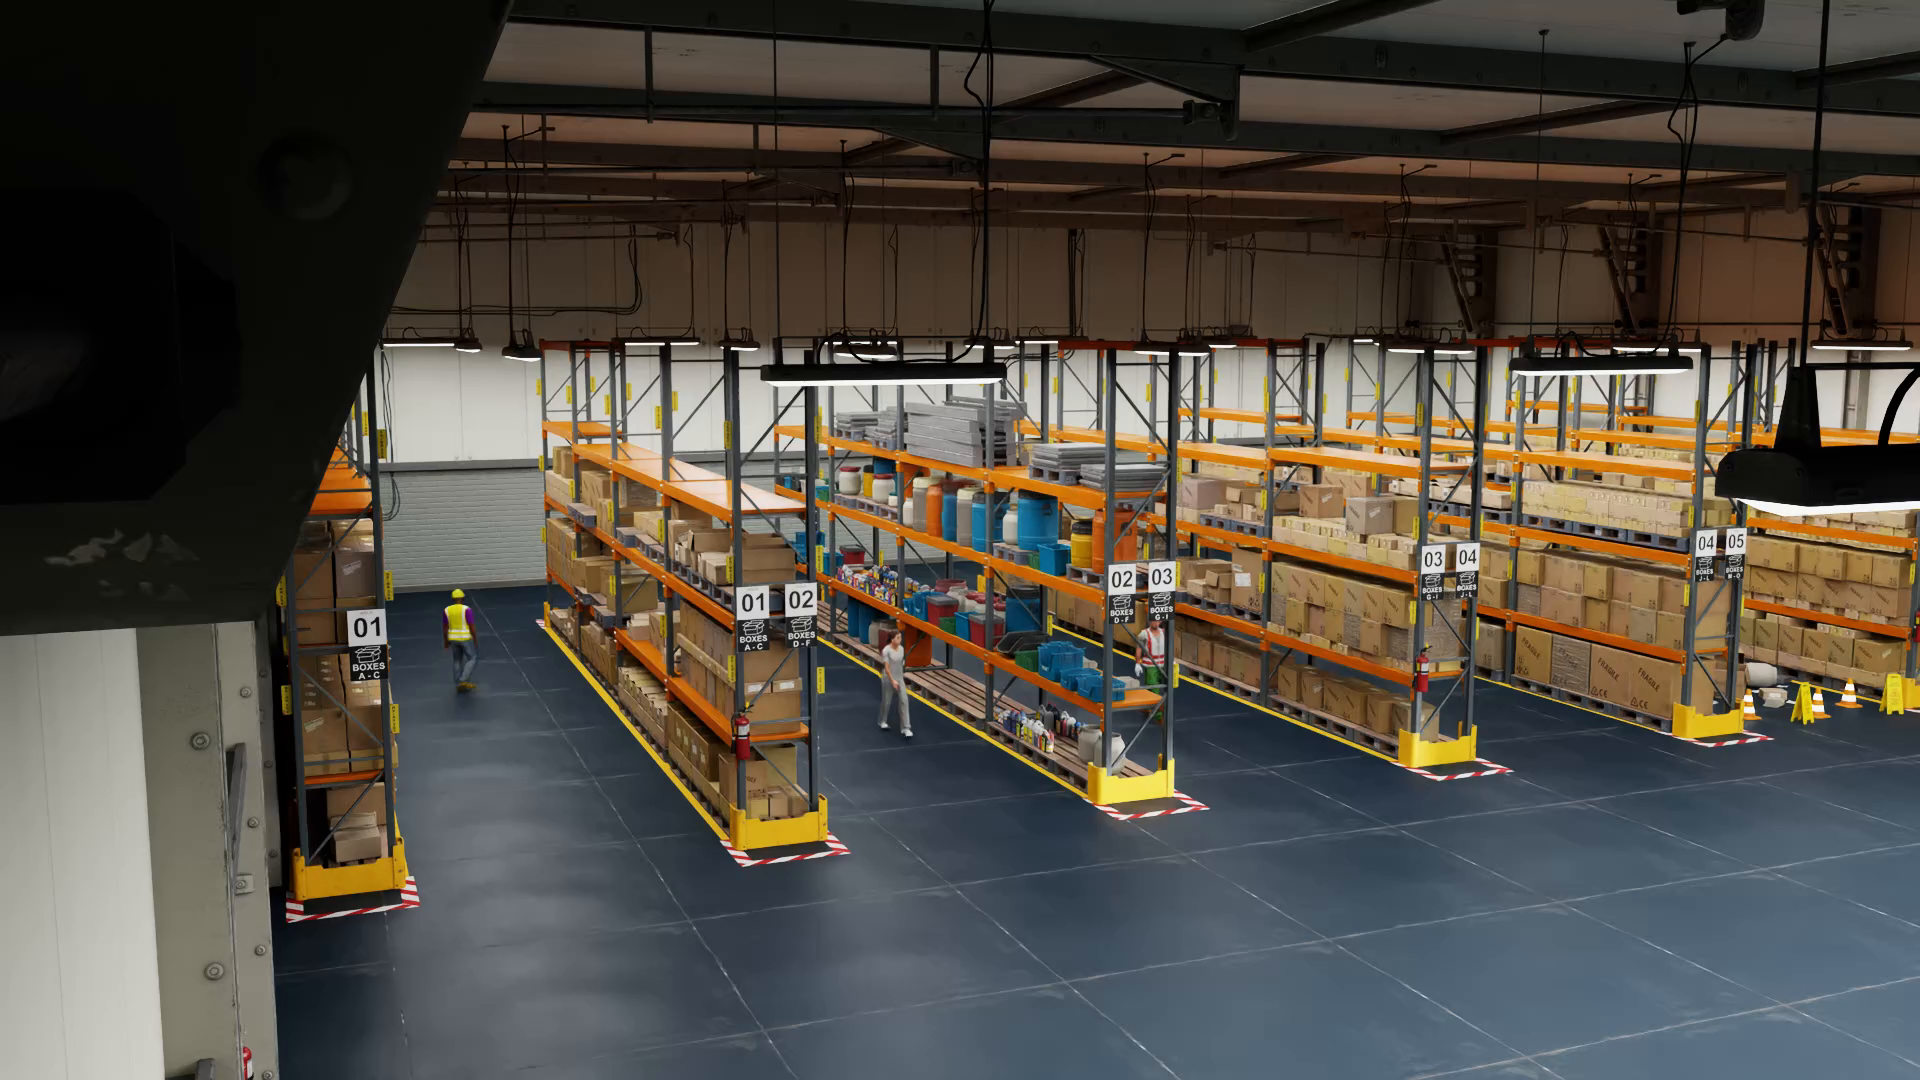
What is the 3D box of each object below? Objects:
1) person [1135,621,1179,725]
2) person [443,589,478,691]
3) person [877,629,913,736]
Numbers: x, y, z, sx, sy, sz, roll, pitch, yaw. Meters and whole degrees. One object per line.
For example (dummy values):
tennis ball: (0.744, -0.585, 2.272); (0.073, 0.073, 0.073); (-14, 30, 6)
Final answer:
person: (3.145, 2.011, 26.423); (0.556, 1.742, 0.992); (-3, 8, -25)
person: (-8.639, 1.733, 28.729); (0.608, 1.768, 0.508); (2, 8, 12)
person: (-0.994, 2.173, 25.738); (0.436, 1.615, 0.961); (-5, 9, -34)
